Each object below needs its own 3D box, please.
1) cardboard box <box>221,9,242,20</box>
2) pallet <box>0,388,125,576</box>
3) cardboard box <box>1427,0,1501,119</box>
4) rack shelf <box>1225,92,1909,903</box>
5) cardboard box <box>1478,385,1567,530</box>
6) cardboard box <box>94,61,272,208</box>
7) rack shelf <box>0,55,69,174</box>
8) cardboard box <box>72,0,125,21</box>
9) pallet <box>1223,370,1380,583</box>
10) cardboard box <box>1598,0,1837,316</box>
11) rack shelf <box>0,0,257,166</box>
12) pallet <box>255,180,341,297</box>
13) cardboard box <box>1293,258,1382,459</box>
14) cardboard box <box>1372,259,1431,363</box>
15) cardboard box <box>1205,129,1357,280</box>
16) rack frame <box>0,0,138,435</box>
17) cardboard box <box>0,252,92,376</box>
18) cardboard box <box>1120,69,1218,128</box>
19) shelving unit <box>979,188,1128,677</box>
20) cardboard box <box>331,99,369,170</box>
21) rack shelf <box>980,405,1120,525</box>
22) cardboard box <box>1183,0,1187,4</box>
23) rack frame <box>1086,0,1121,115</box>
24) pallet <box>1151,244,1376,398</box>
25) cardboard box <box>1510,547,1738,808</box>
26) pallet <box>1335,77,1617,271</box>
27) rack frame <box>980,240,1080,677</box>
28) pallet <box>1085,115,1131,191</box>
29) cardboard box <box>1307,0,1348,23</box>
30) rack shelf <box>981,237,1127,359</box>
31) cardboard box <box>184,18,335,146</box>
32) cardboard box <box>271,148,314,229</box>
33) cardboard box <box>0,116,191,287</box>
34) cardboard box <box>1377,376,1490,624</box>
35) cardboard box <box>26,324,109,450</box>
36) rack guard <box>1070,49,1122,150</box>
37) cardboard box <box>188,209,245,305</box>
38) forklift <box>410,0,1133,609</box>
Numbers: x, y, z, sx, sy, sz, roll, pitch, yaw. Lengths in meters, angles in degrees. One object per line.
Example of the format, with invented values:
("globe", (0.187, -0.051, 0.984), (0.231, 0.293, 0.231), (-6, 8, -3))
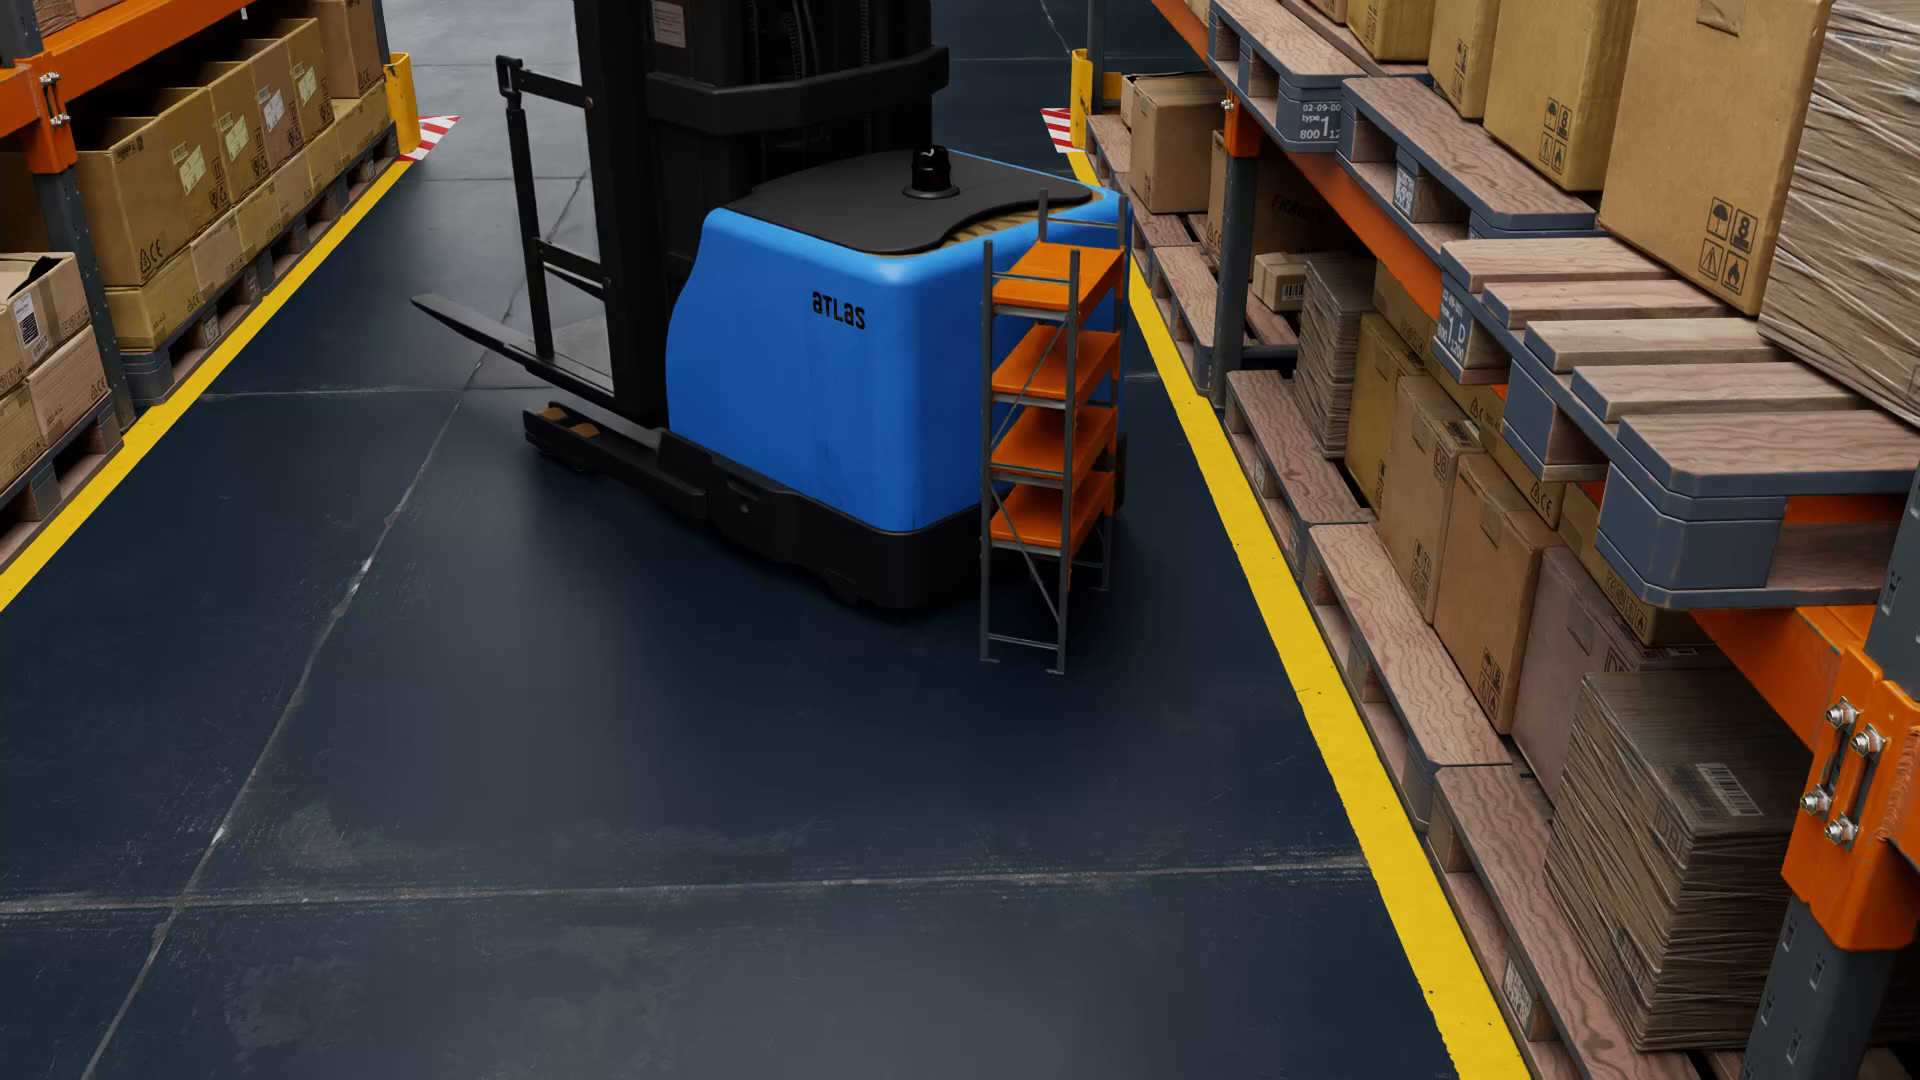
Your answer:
("cardboard box", (-3.881, -2.388, 8.293), (0.500, 0.500, 0.500), (-1, 28, -3))
("pallet", (-3.429, -0.149, 5.308), (1.003, 0.211, 1.213), (-1, 28, -3))
("cardboard box", (1.521, -1.288, 3.893), (0.700, 0.500, 0.500), (2, 28, 4))
("rack shelf", (1.545, -0.604, 3.942), (1.077, 0.370, 4.000), (-1, 28, -3))
("cardboard box", (1.561, -0.252, 3.906), (0.500, 0.250, 0.500), (-2, 28, -3))
("cardboard box", (-3.270, -1.708, 6.990), (0.500, 0.500, 0.500), (-1, 28, -3))
("rack shelf", (-3.402, -0.483, 3.709), (1.077, 0.370, 4.000), (-1, 28, -3))
("cardboard box", (-3.569, -2.218, 6.150), (0.700, 0.500, 0.500), (-2, 28, -3))
("pallet", (1.483, -0.251, 5.502), (1.003, 0.211, 1.213), (-1, 28, -3))
("cardboard box", (1.559, -0.713, 2.789), (0.700, 0.500, 0.500), (-4, 28, -7))
("rack shelf", (-3.610, -2.330, 7.251), (1.077, 0.370, 4.000), (-1, 28, -3))
("pallet", (-3.572, -1.422, 7.748), (1.003, 0.211, 1.213), (-1, 28, -3))
("cardboard box", (1.496, -0.594, 5.372), (0.700, 0.500, 0.500), (0, 28, -1))
("cardboard box", (1.522, -0.723, 4.809), (0.500, 0.250, 0.500), (-2, 28, -4))
("cardboard box", (1.347, -1.412, 6.940), (0.500, 0.500, 0.500), (-3, 28, -7))
("rack frame", (-3.506, -1.725, 5.314), (1.000, 3.000, 0.127), (-1, 28, -3))
("cardboard box", (-3.199, -0.761, 5.378), (0.500, 0.311, 0.500), (-1, 28, -3))
("cardboard box", (1.178, -2.375, 8.992), (0.500, 0.311, 0.500), (-4, 28, -8))
("shelving unit", (0.251, -0.287, 4.503), (0.258, 1.200, 0.503), (9, 29, 16))
("cardboard box", (-3.354, -2.068, 8.491), (0.500, 0.250, 0.500), (-1, 28, -3))
("rack shelf", (0.251, -0.228, 4.535), (0.258, 0.148, 0.480), (9, 29, 16))
("cardboard box", (1.096, -2.231, 6.424), (0.500, 0.250, 0.500), (-1, 28, -2))
("rack frame", (1.232, -3.694, 9.088), (1.000, 3.000, 0.127), (-1, 28, -3))
("pallet", (1.370, -0.919, 6.784), (1.003, 0.211, 1.213), (-1, 28, -3))
("cardboard box", (1.649, 0.342, 3.578), (0.700, 0.500, 0.500), (-1, 28, -3))
("pallet", (1.505, -0.827, 3.800), (1.003, 0.211, 1.213), (-1, 28, -3))
("rack frame", (0.173, -0.180, 4.298), (0.240, 1.200, 0.015), (9, 29, 16))
("pallet", (1.243, -2.046, 8.945), (1.003, 0.211, 1.213), (-1, 28, -3))
("cardboard box", (1.433, -1.850, 4.970), (0.700, 0.500, 0.500), (-1, 28, -2))
("rack shelf", (0.251, -0.636, 4.322), (0.258, 0.148, 0.480), (9, 29, 16))
("cardboard box", (-3.323, -2.170, 7.875), (0.500, 0.500, 0.500), (-1, 28, -3))
("cardboard box", (-3.301, -1.606, 7.606), (0.500, 0.250, 0.500), (-1, 28, -3))
("cardboard box", (-3.218, -1.246, 6.104), (0.500, 0.500, 0.500), (-1, 28, -3))
("cardboard box", (1.559, -0.120, 4.463), (0.700, 0.500, 0.500), (-1, 28, -2))
("cardboard box", (-3.195, -0.508, 5.499), (0.500, 0.250, 0.500), (-2, 28, -3))
("rack guard", (1.236, -2.550, 9.599), (1.175, 0.500, 0.348), (-1, 28, -3))
("cardboard box", (-3.248, -1.145, 6.720), (0.500, 0.250, 0.500), (-1, 28, -3))
("forklift", (-0.877, -1.683, 5.307), (3.031, 2.935, 1.130), (25, 36, 39))
